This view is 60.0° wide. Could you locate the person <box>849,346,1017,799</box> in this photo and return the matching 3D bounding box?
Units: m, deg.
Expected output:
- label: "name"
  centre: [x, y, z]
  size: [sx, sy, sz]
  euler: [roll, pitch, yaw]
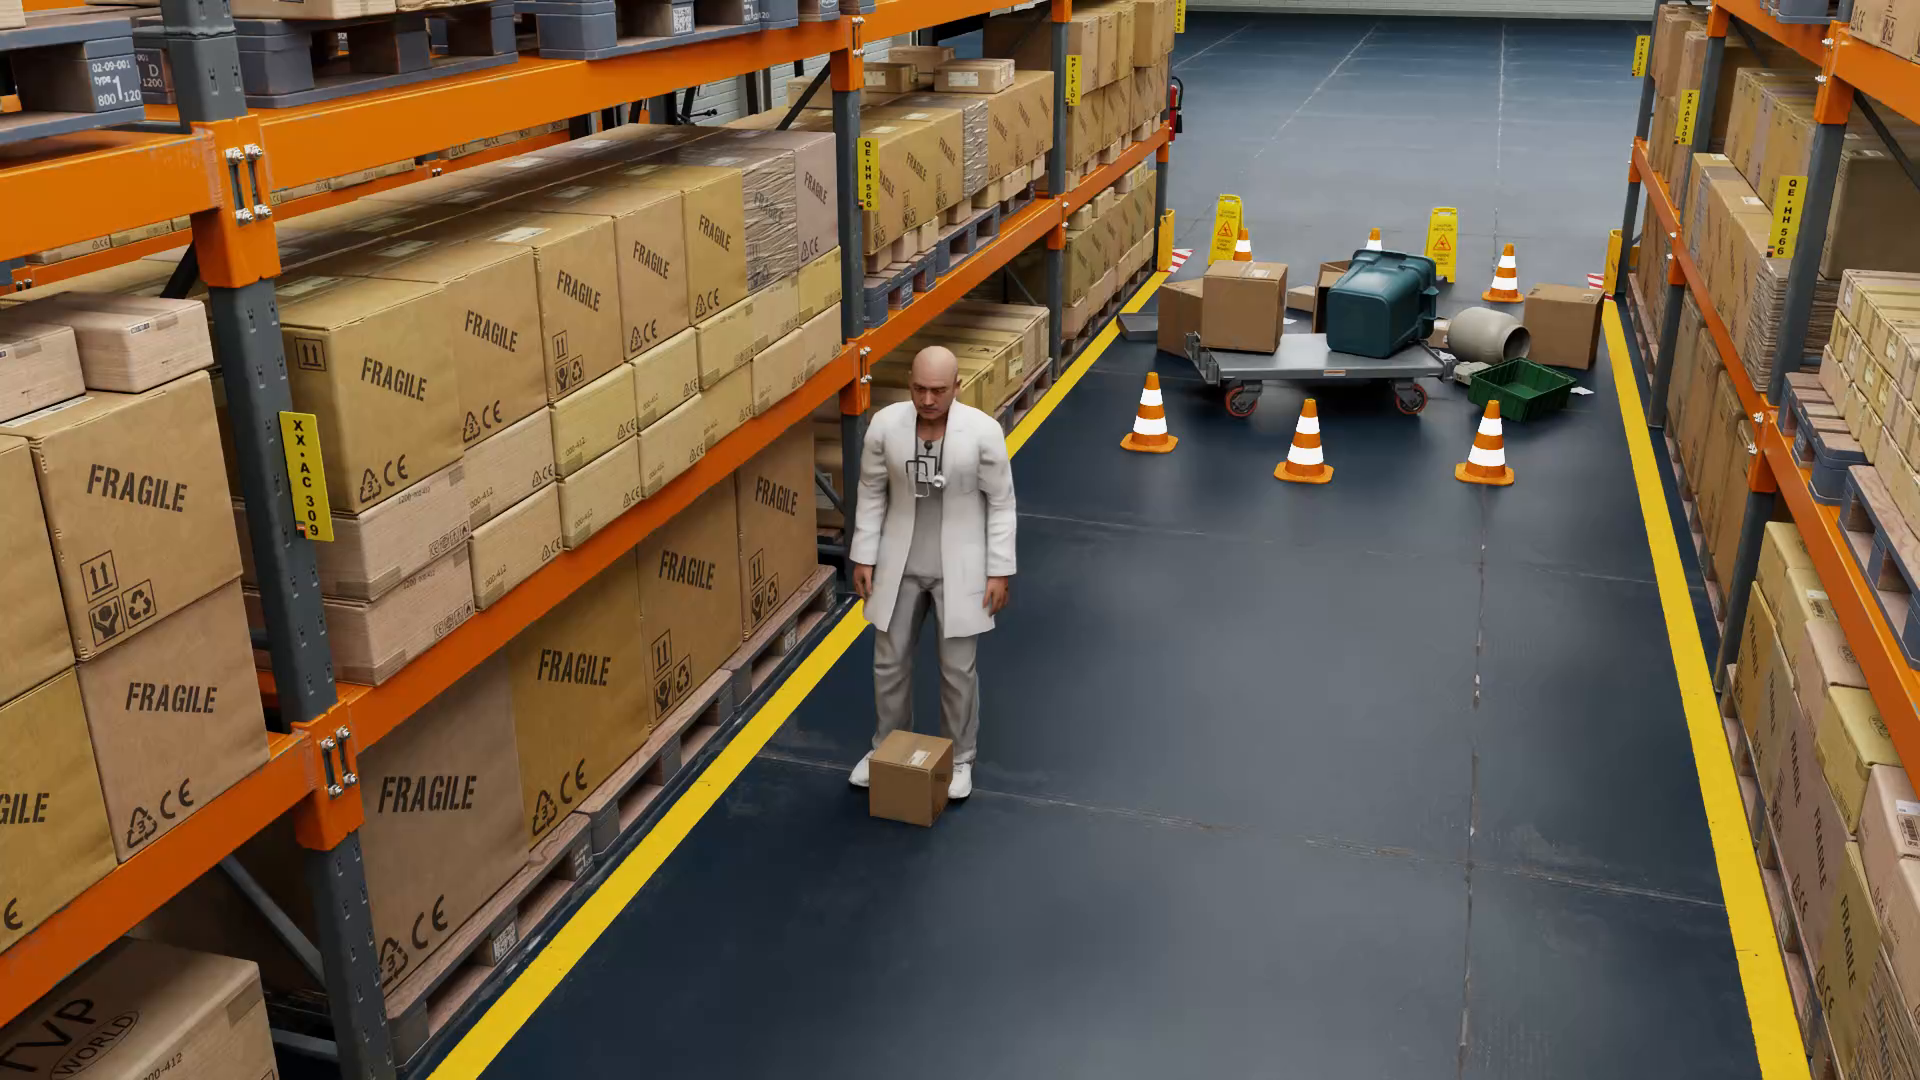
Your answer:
- label: "person"
  centre: [-0.105, 0.115, 6.319]
  size: [0.649, 1.772, 0.429]
  euler: [5, 22, 12]
